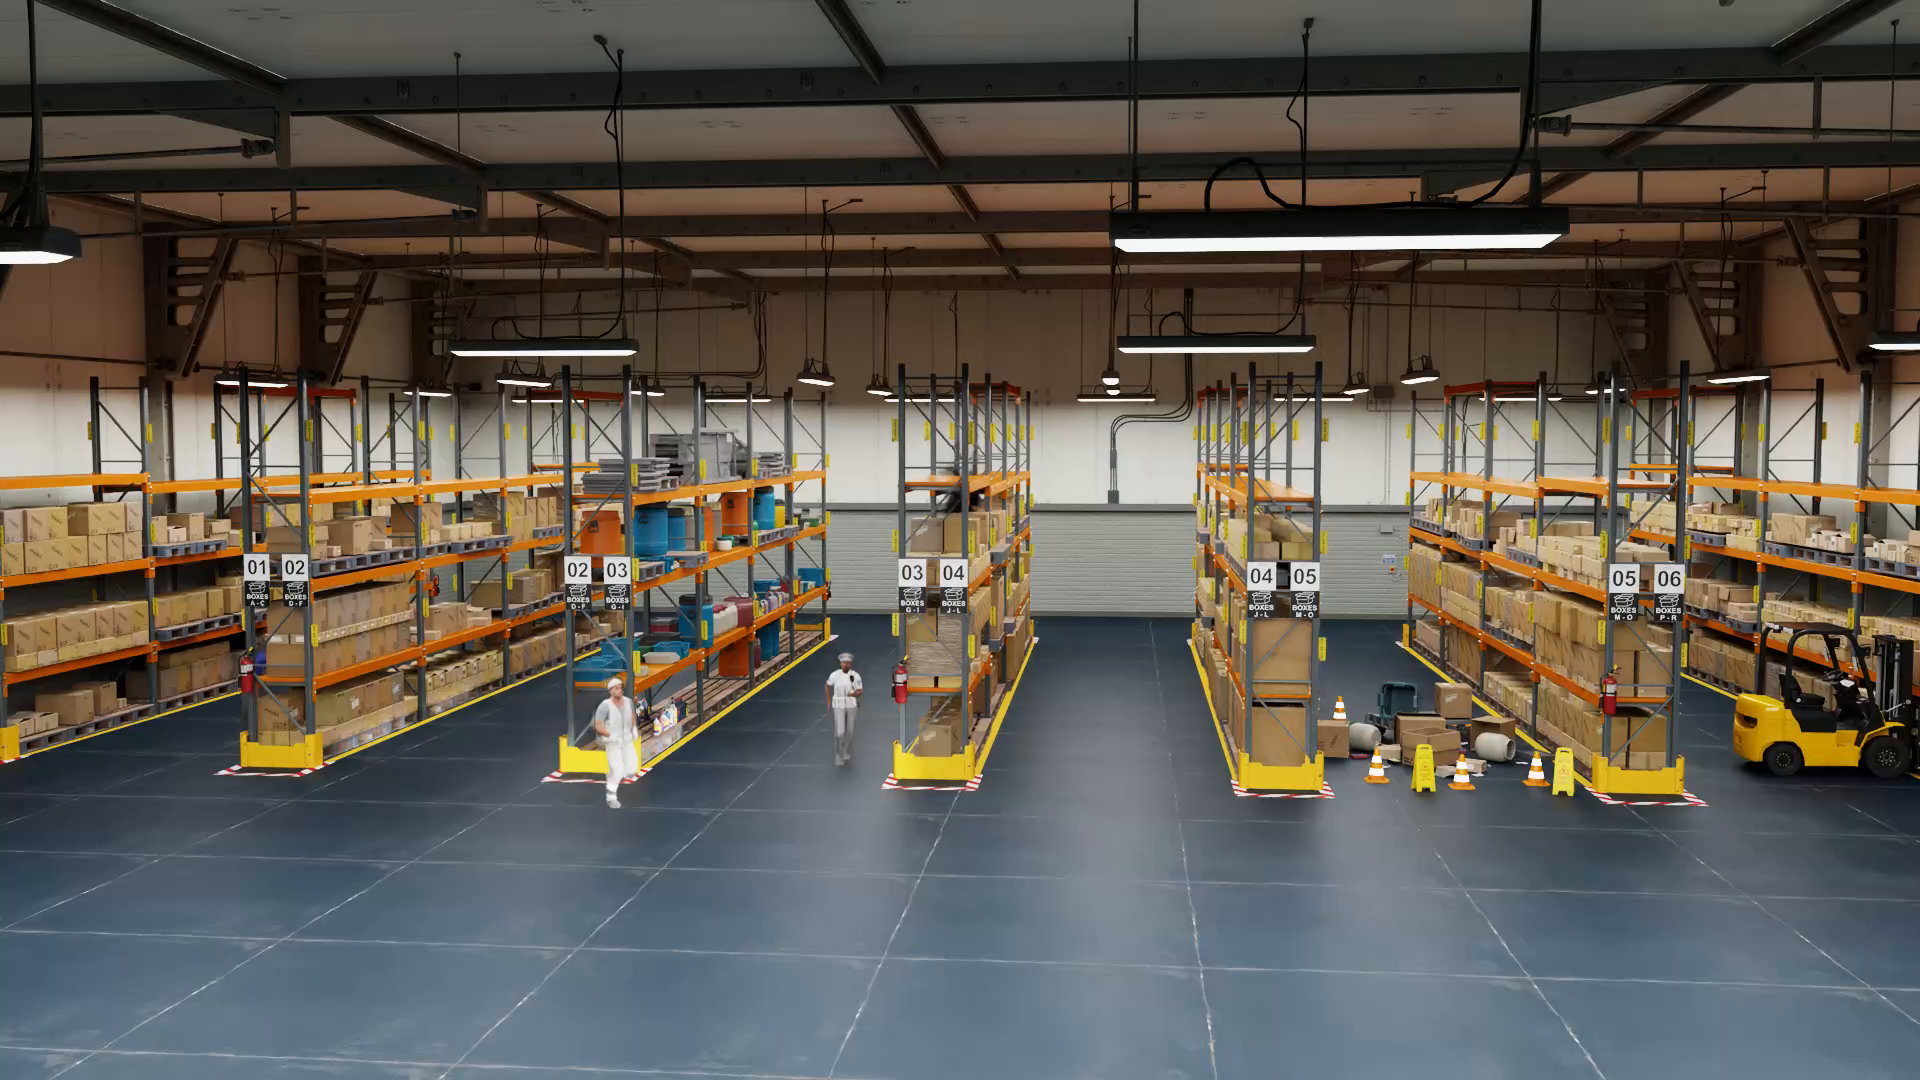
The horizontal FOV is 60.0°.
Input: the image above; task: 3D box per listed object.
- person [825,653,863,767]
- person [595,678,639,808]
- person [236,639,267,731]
[{"bbox_3d":[-1.736,2.555,25.035,0.541,1.724,0.704,-1,4,-10],"label":"person"},{"bbox_3d":[-4.571,2.710,22.270,0.686,1.744,0.664,-4,5,-44],"label":"person"},{"bbox_3d":[-11.652,2.434,27.430,0.584,1.613,0.720,0,4,1],"label":"person"}]
